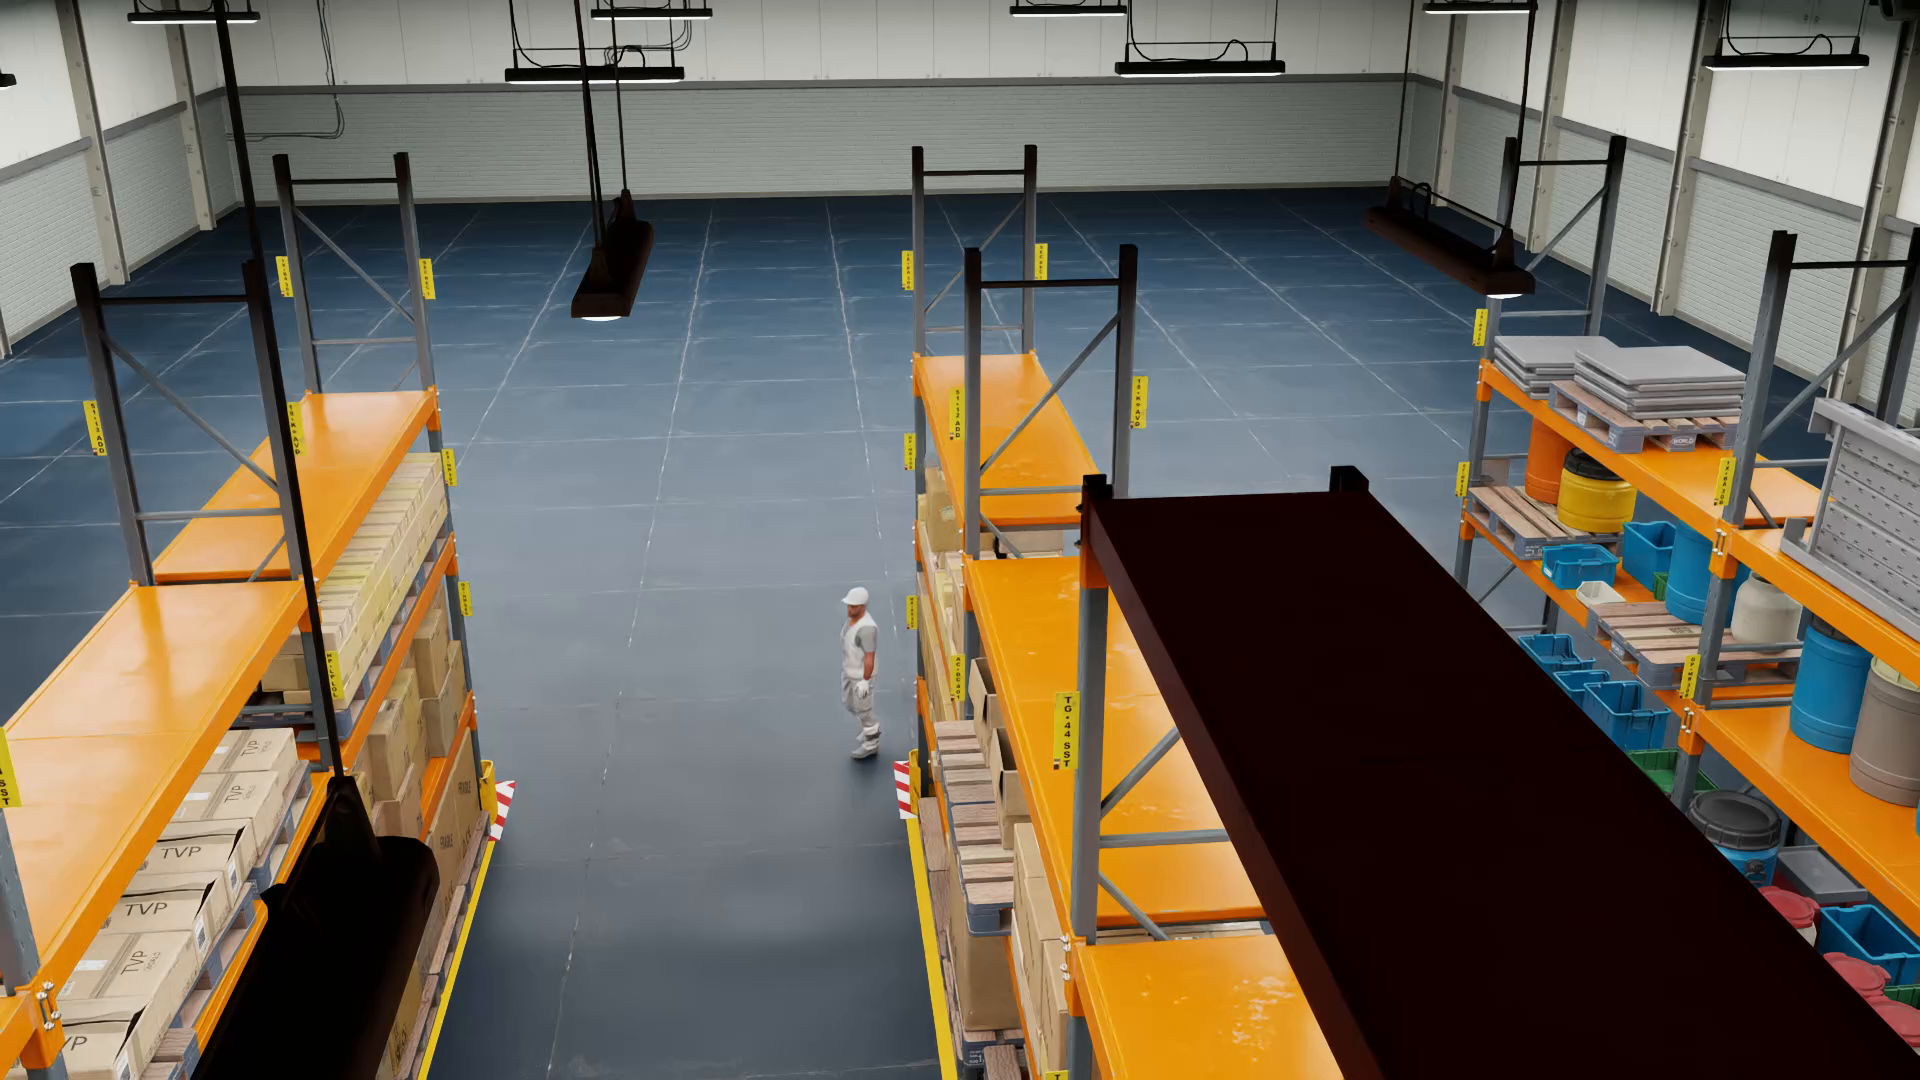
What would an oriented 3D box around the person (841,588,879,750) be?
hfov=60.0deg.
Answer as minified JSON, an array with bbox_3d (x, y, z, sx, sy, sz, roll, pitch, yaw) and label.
[{"bbox_3d":[-0.937,1.236,15.998,0.408,1.725,0.578,-9,23,-23],"label":"person"}]
